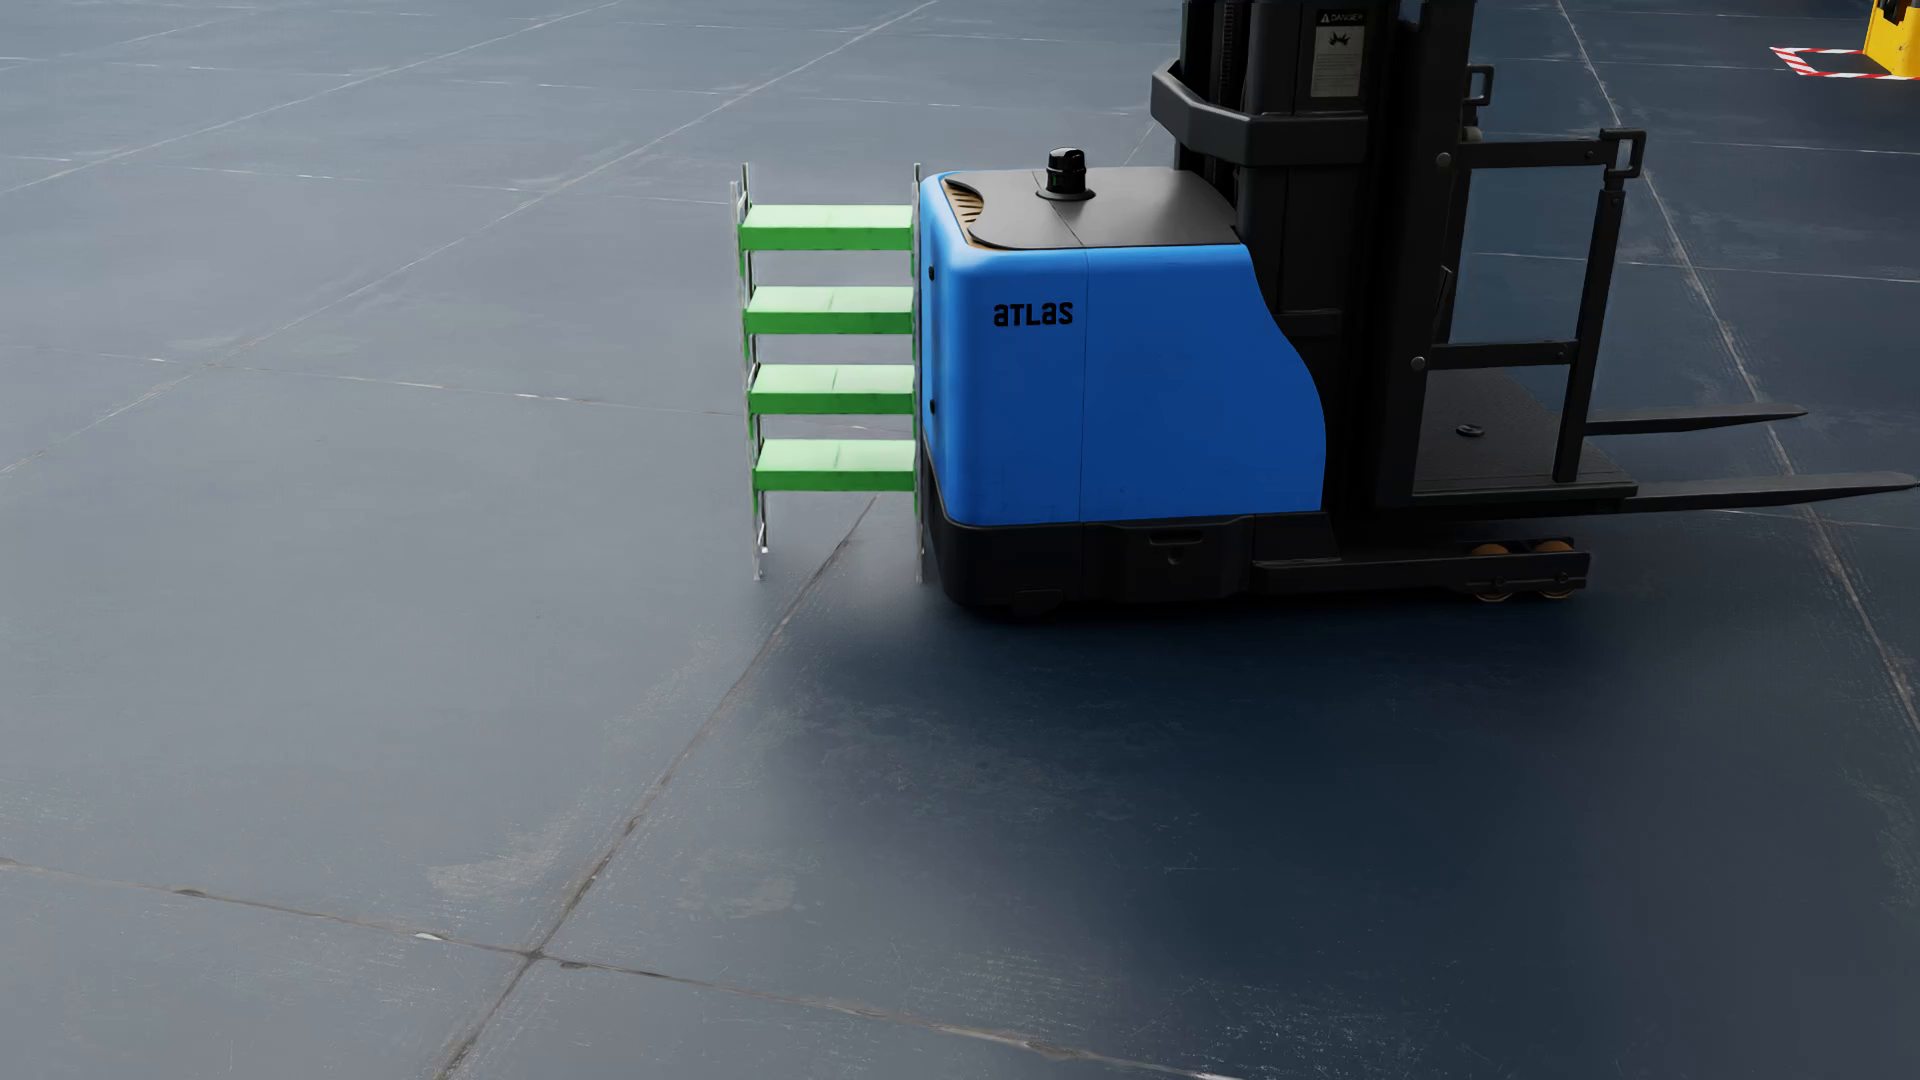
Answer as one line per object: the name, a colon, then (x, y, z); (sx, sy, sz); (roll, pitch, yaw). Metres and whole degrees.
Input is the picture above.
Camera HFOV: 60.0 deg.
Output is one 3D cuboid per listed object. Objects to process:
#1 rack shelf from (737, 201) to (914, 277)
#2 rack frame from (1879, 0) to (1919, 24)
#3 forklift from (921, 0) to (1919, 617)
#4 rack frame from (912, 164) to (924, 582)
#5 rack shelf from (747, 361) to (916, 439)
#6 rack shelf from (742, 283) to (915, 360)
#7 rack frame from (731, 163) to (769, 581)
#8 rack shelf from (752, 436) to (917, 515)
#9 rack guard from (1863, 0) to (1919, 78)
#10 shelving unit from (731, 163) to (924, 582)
rack shelf: (-0.364, -0.845, 4.660); (0.480, 0.148, 0.258); (0, 25, 1)
rack frame: (7.359, -5.114, 12.501); (0.127, 3.000, 1.000); (6, 26, 13)
forklift: (1.411, -1.365, 4.708); (3.031, 2.935, 1.130); (-3, 26, -6)
rack frame: (-0.120, -0.468, 4.837); (0.015, 1.200, 0.240); (0, 25, 1)
rack shelf: (-0.364, -0.411, 4.867); (0.480, 0.148, 0.258); (0, 25, 1)
rack shelf: (-0.364, -0.628, 4.763); (0.480, 0.148, 0.258); (0, 25, 1)
rack frame: (-0.608, -0.470, 4.841); (0.015, 1.200, 0.240); (0, 25, 1)
rack shelf: (-0.364, -0.195, 4.970); (0.480, 0.148, 0.258); (0, 25, 1)
rack guard: (7.433, -3.977, 13.022); (0.348, 0.500, 1.175); (6, 26, 13)
shelving unit: (-0.364, -0.469, 4.839); (0.503, 1.200, 0.258); (0, 25, 1)
